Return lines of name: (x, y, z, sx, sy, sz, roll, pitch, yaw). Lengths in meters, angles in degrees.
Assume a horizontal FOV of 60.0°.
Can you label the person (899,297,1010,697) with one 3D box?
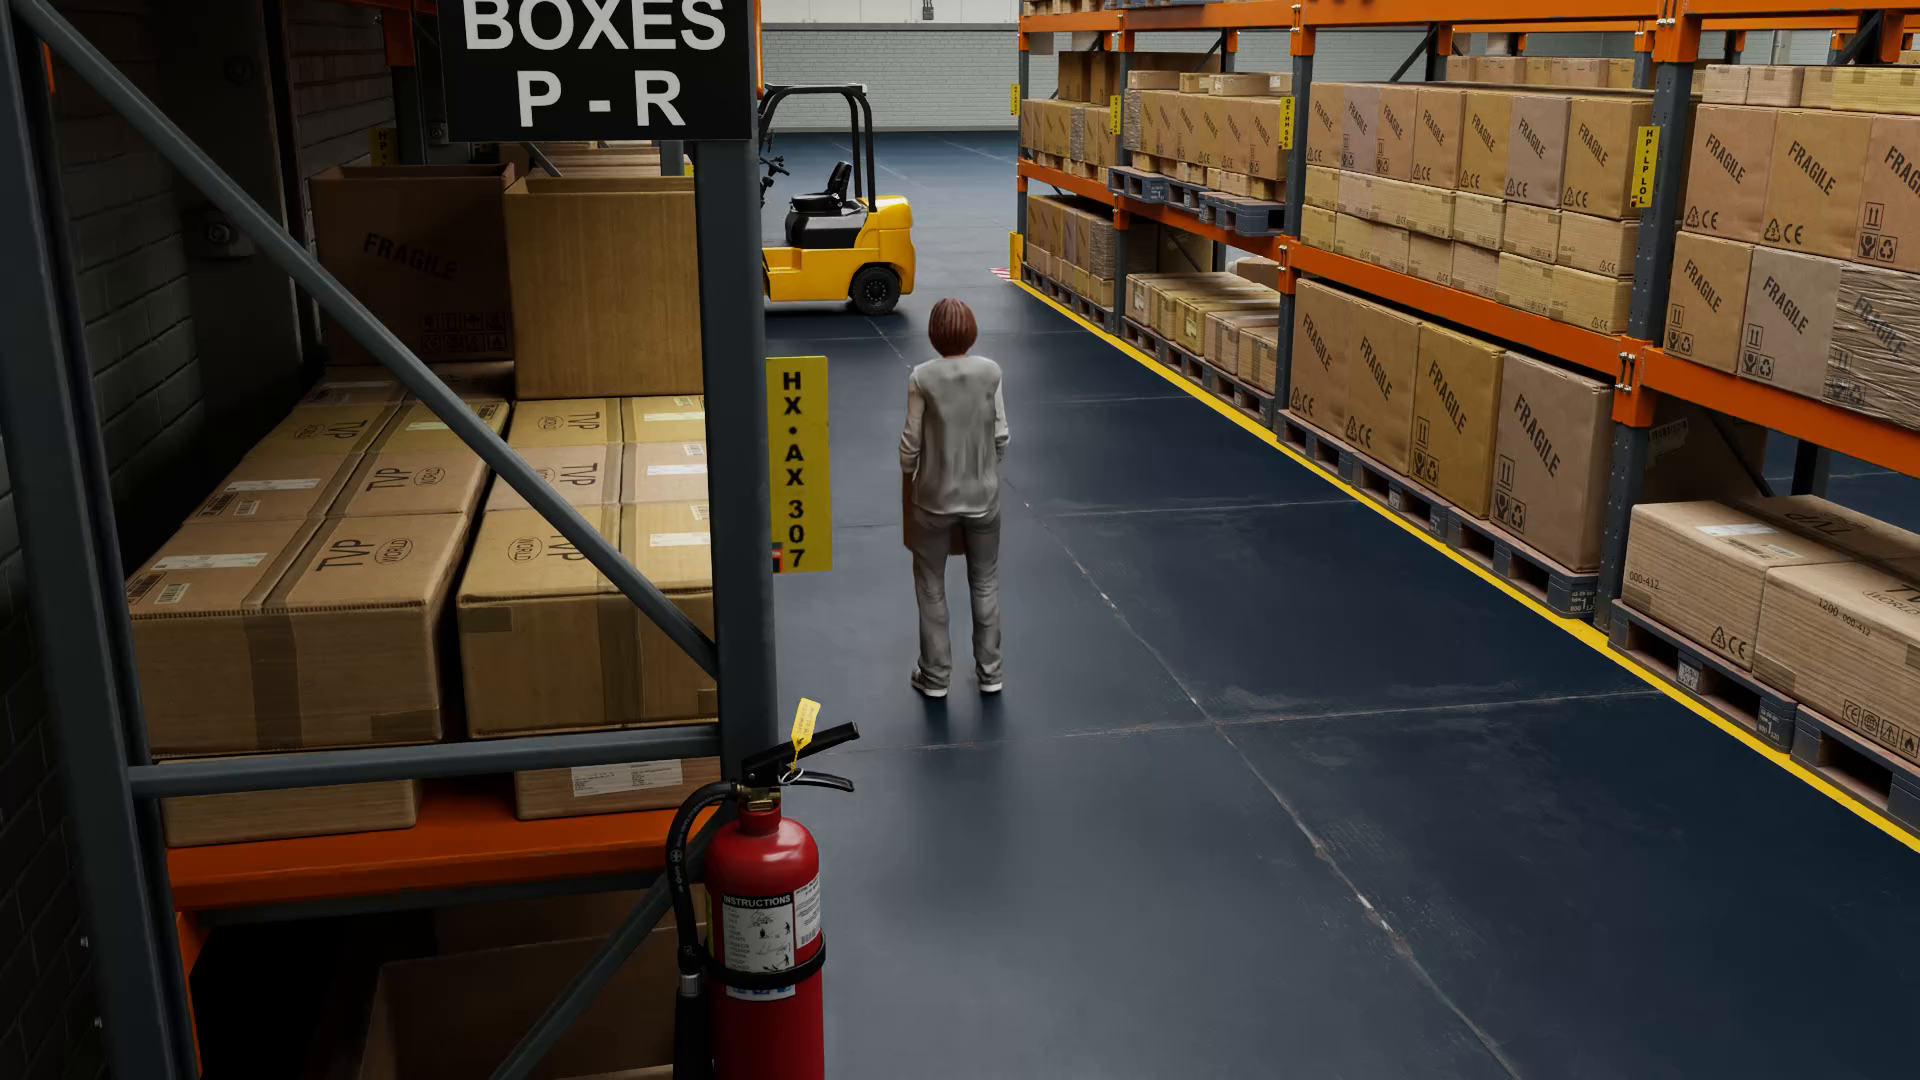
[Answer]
person: (-0.024, -0.138, 6.574, 0.446, 1.562, 0.359, -4, 17, -14)
